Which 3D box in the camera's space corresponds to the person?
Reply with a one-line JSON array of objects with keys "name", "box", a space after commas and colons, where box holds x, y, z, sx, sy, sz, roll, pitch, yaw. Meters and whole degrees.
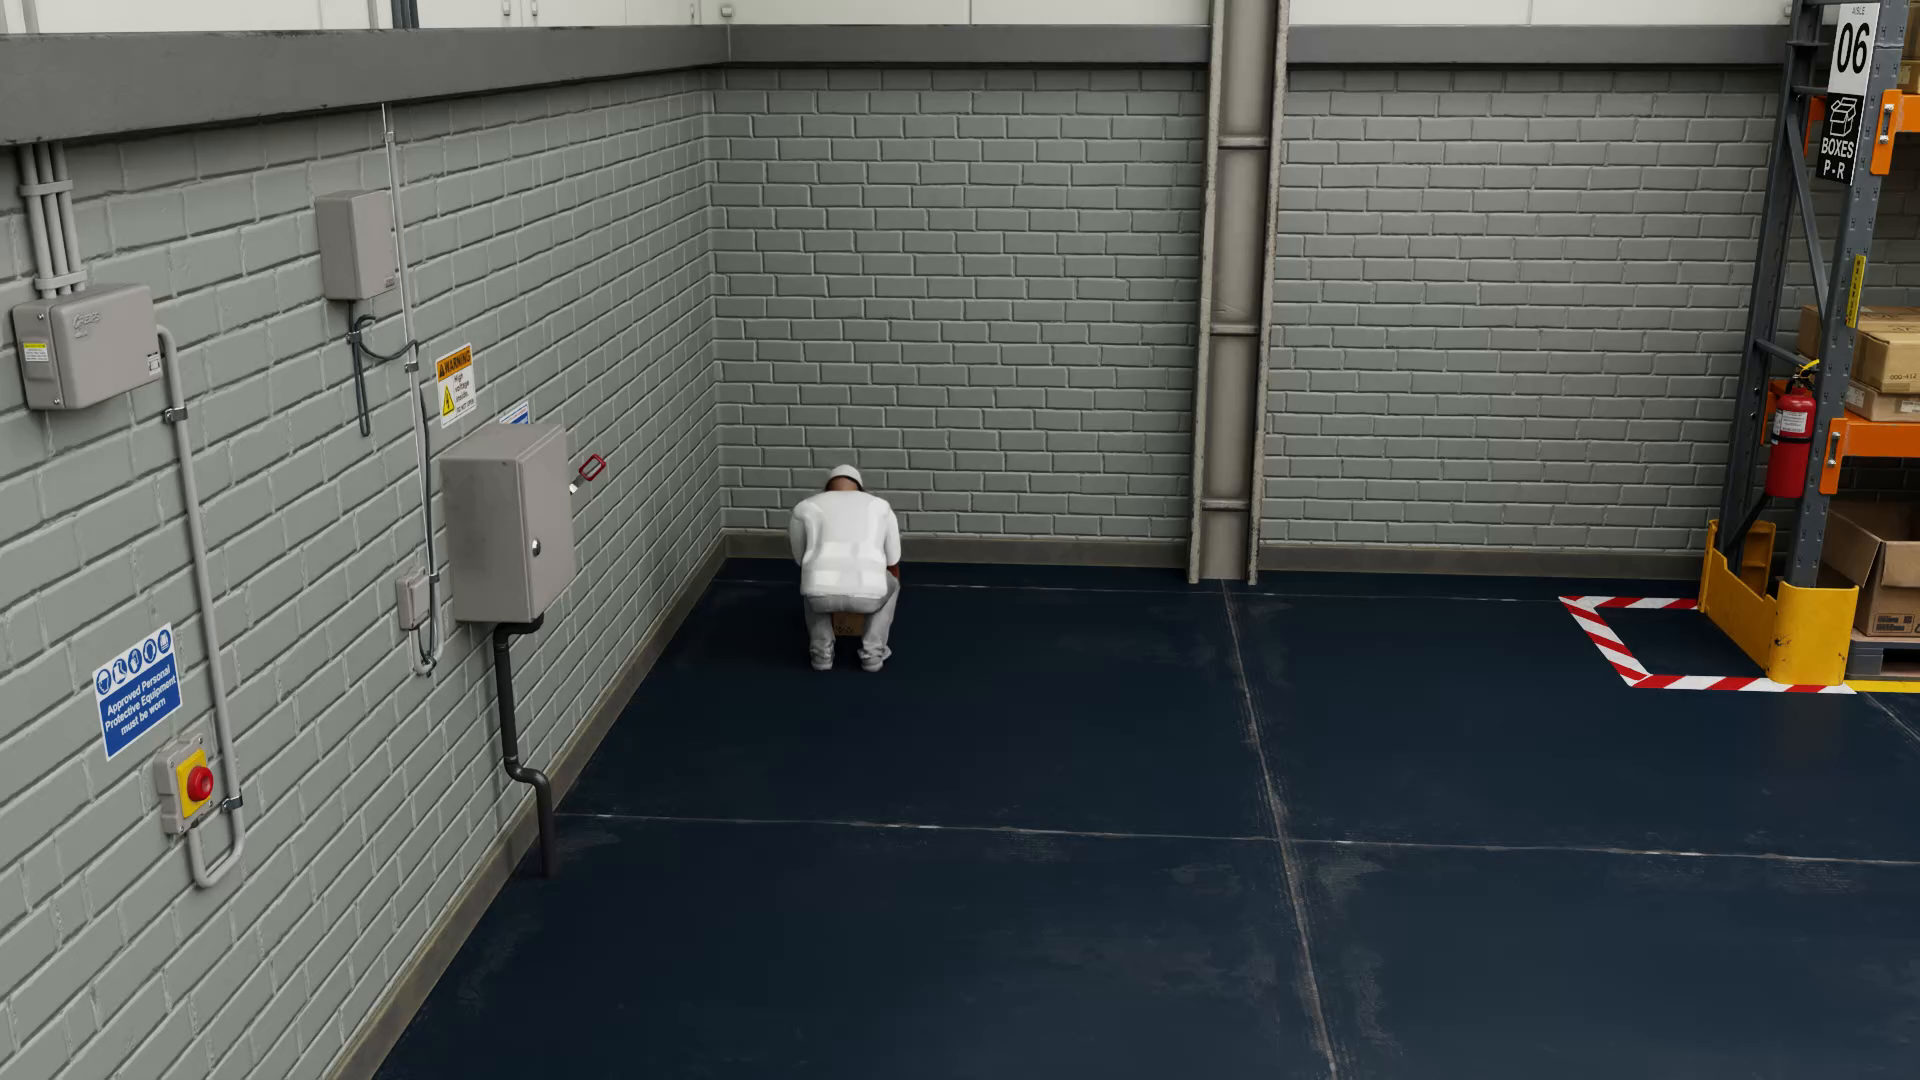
[{"name": "person", "box": [-0.599, 0.143, 8.489, 0.569, 0.914, 0.886, 1, 17, 4]}]
